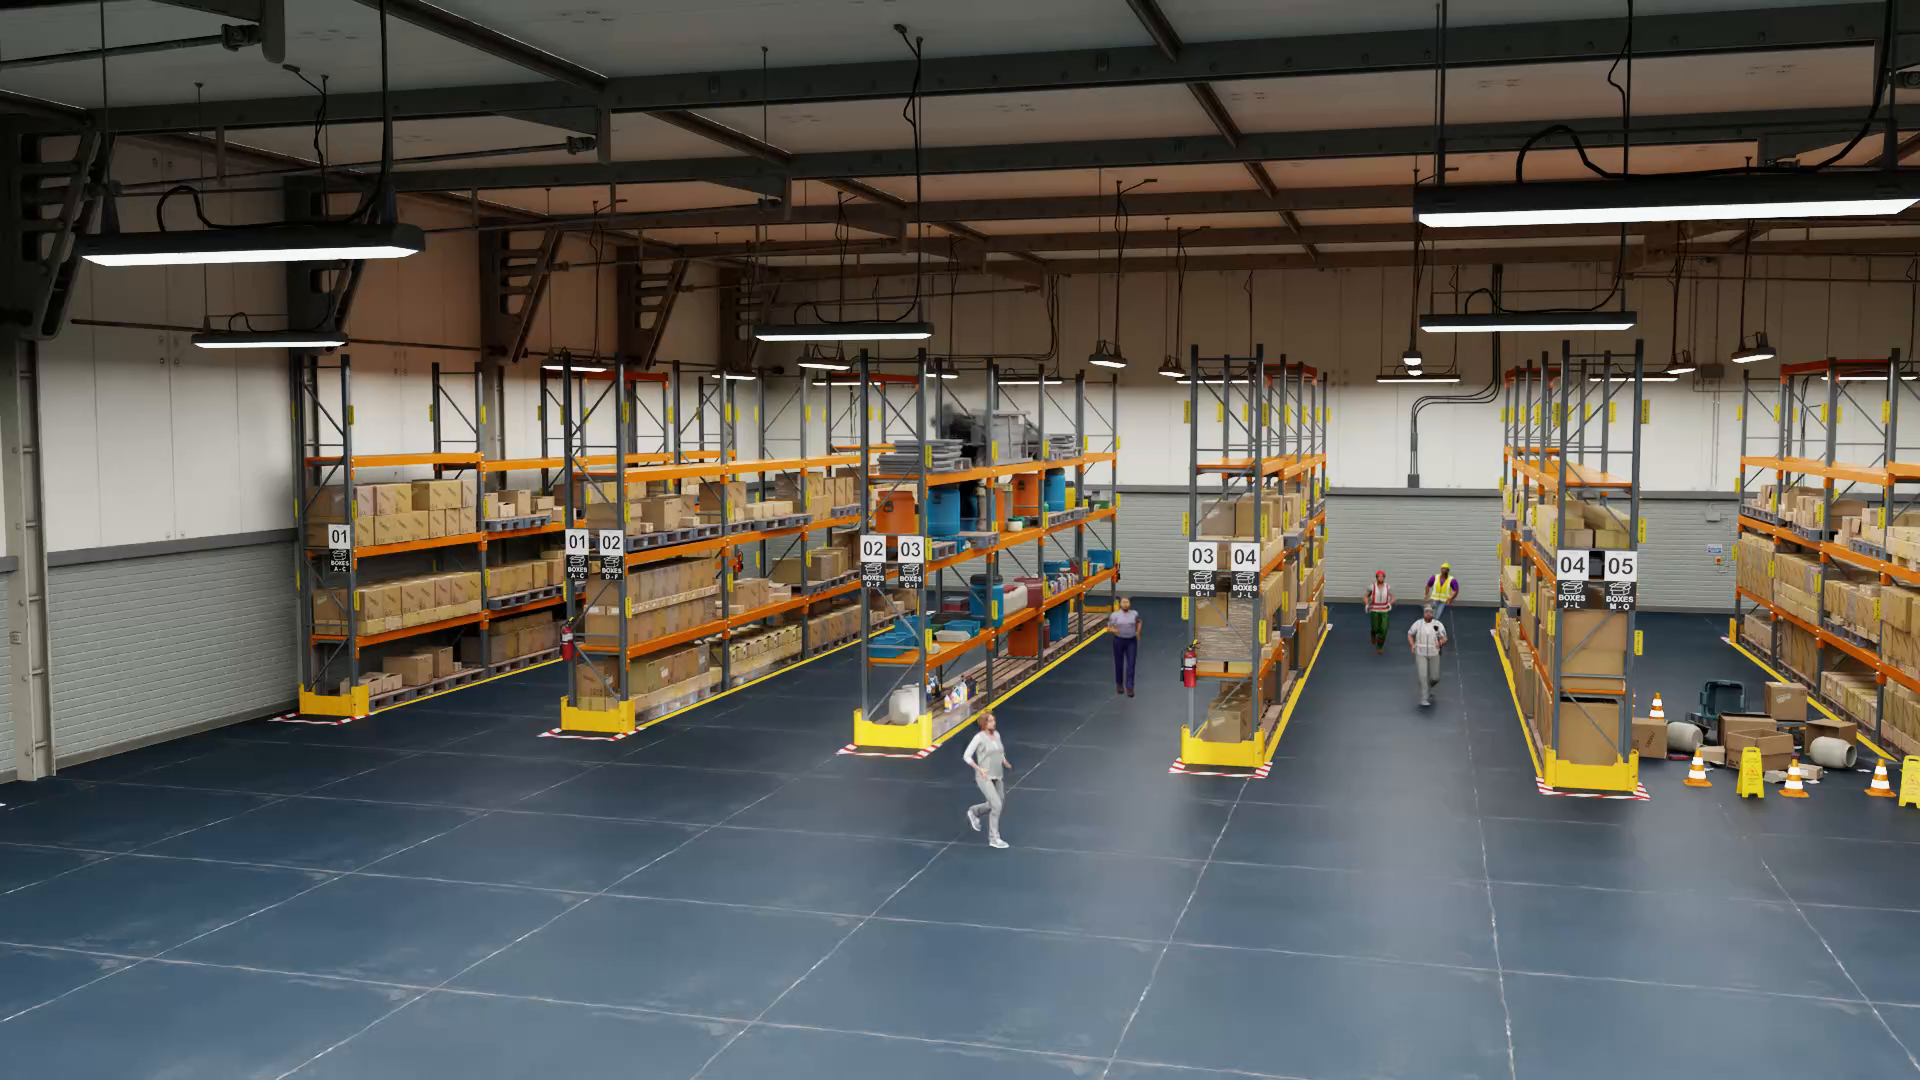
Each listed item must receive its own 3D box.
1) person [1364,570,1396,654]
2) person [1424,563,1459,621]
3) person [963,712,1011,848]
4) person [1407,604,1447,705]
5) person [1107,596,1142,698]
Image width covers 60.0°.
[{"bbox_3d":[8.860,1.509,35.098,0.657,1.743,0.605,1,4,7],"label":"person"},{"bbox_3d":[10.787,1.364,37.280,0.745,1.692,0.542,2,5,22],"label":"person"},{"bbox_3d":[0.300,2.771,19.362,0.544,1.555,0.705,-4,6,-45],"label":"person"},{"bbox_3d":[8.111,1.967,28.886,0.672,1.736,0.779,1,4,13],"label":"person"},{"bbox_3d":[2.778,1.792,27.995,0.606,1.692,0.861,0,4,0],"label":"person"}]
